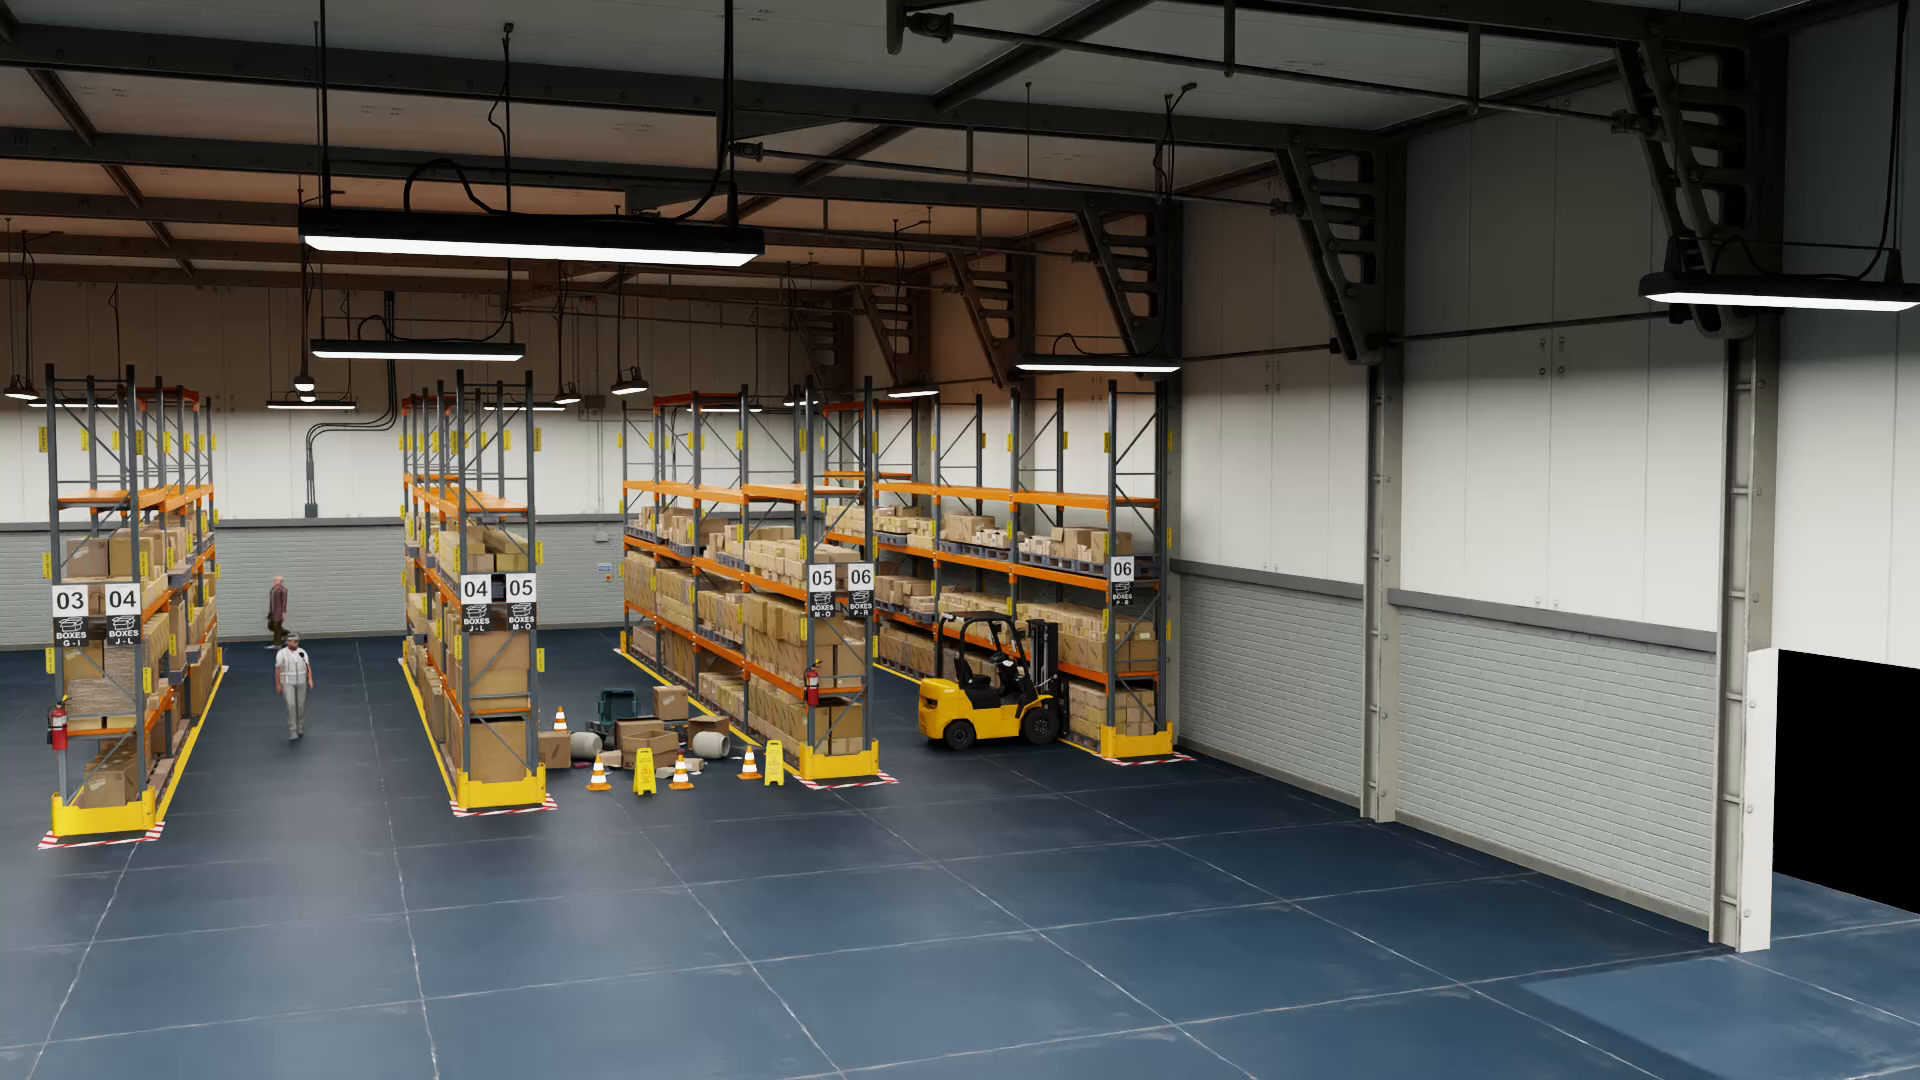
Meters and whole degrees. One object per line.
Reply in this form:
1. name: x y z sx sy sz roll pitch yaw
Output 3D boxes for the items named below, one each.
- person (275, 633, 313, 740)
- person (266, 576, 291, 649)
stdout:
1. person: -11.305 2.487 28.352 0.560 1.785 0.691 -3 5 -43
2. person: -16.572 1.747 40.462 0.616 1.765 0.714 2 4 34
